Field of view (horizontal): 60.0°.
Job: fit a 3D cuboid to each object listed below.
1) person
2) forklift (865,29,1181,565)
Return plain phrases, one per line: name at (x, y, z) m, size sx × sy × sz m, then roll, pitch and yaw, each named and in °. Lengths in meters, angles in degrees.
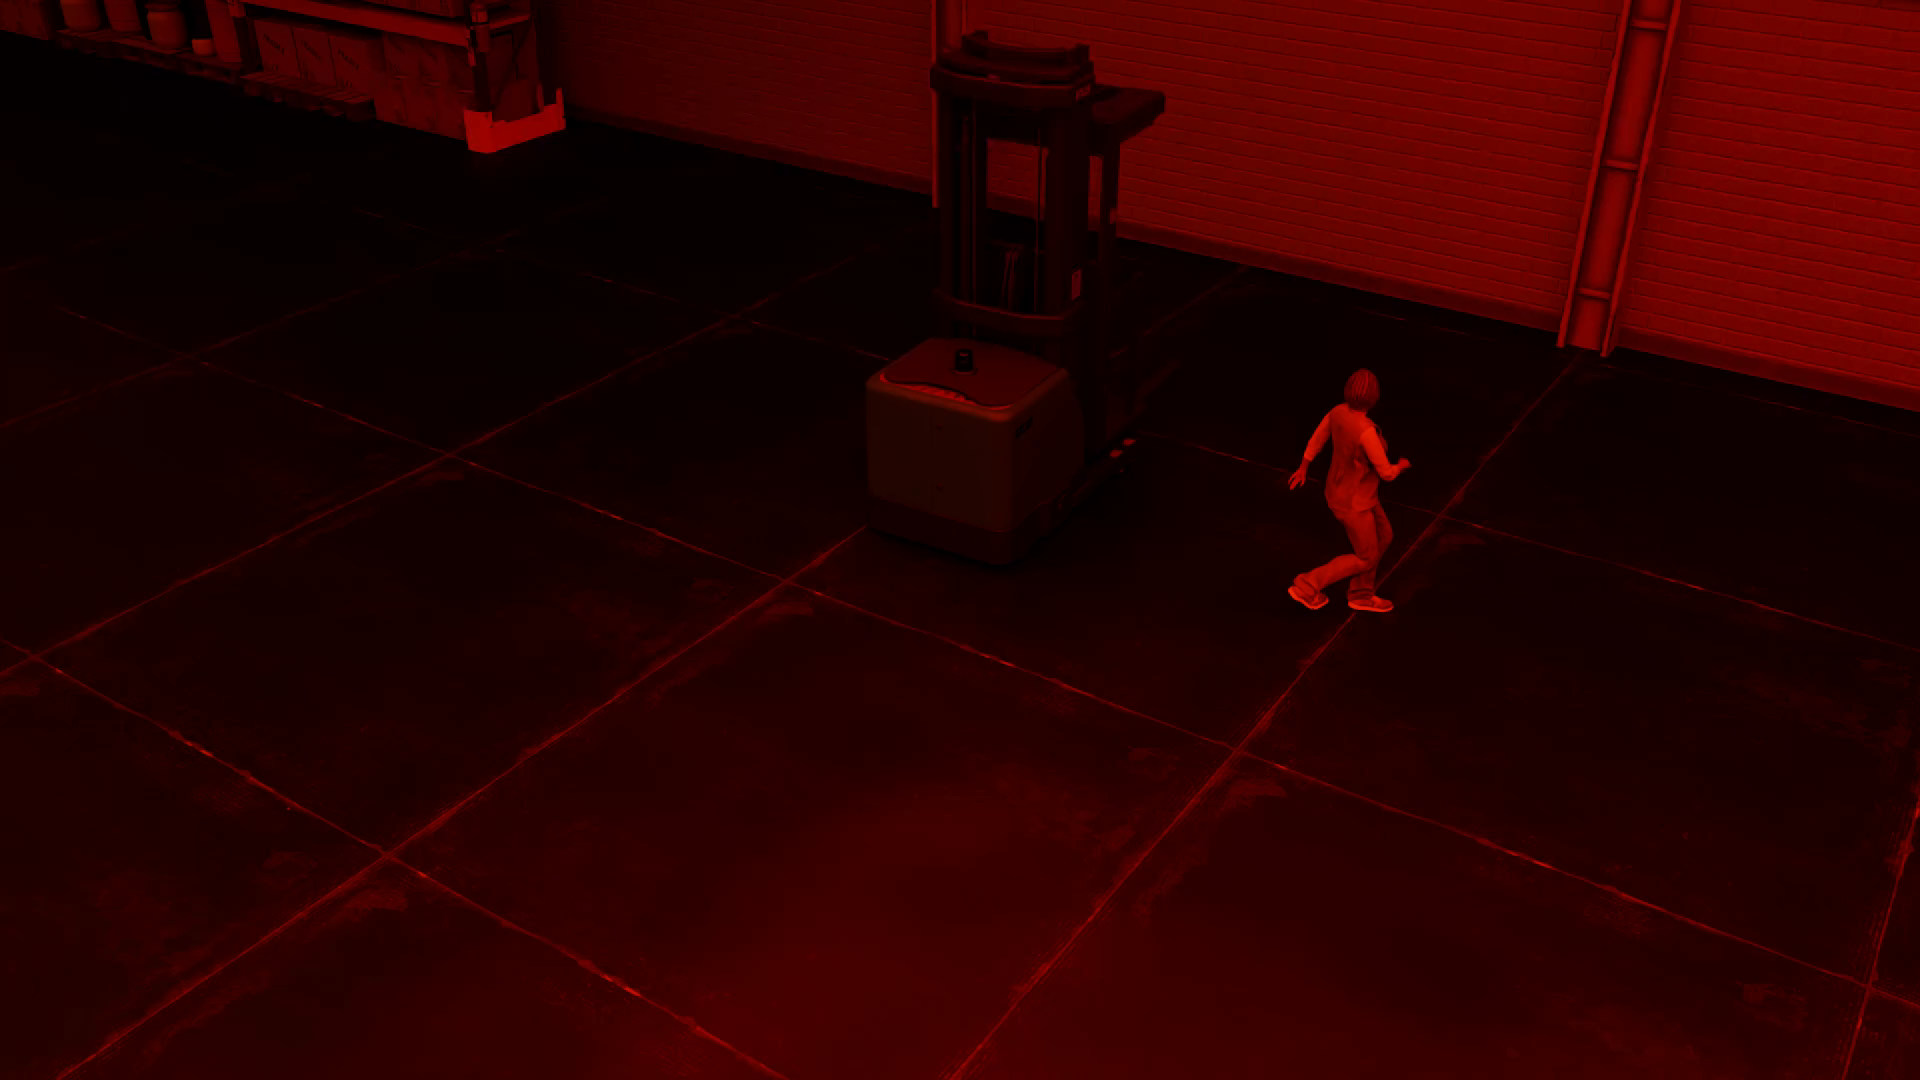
person at (2.226, -0.255, 9.444) m, size 0.662 × 1.525 × 0.494 m, roll 1°, pitch 30°, yaw 2°
forklift at (0.589, -1.821, 10.718) m, size 1.130 × 2.935 × 3.031 m, roll 16°, pitch 34°, yaw 26°
